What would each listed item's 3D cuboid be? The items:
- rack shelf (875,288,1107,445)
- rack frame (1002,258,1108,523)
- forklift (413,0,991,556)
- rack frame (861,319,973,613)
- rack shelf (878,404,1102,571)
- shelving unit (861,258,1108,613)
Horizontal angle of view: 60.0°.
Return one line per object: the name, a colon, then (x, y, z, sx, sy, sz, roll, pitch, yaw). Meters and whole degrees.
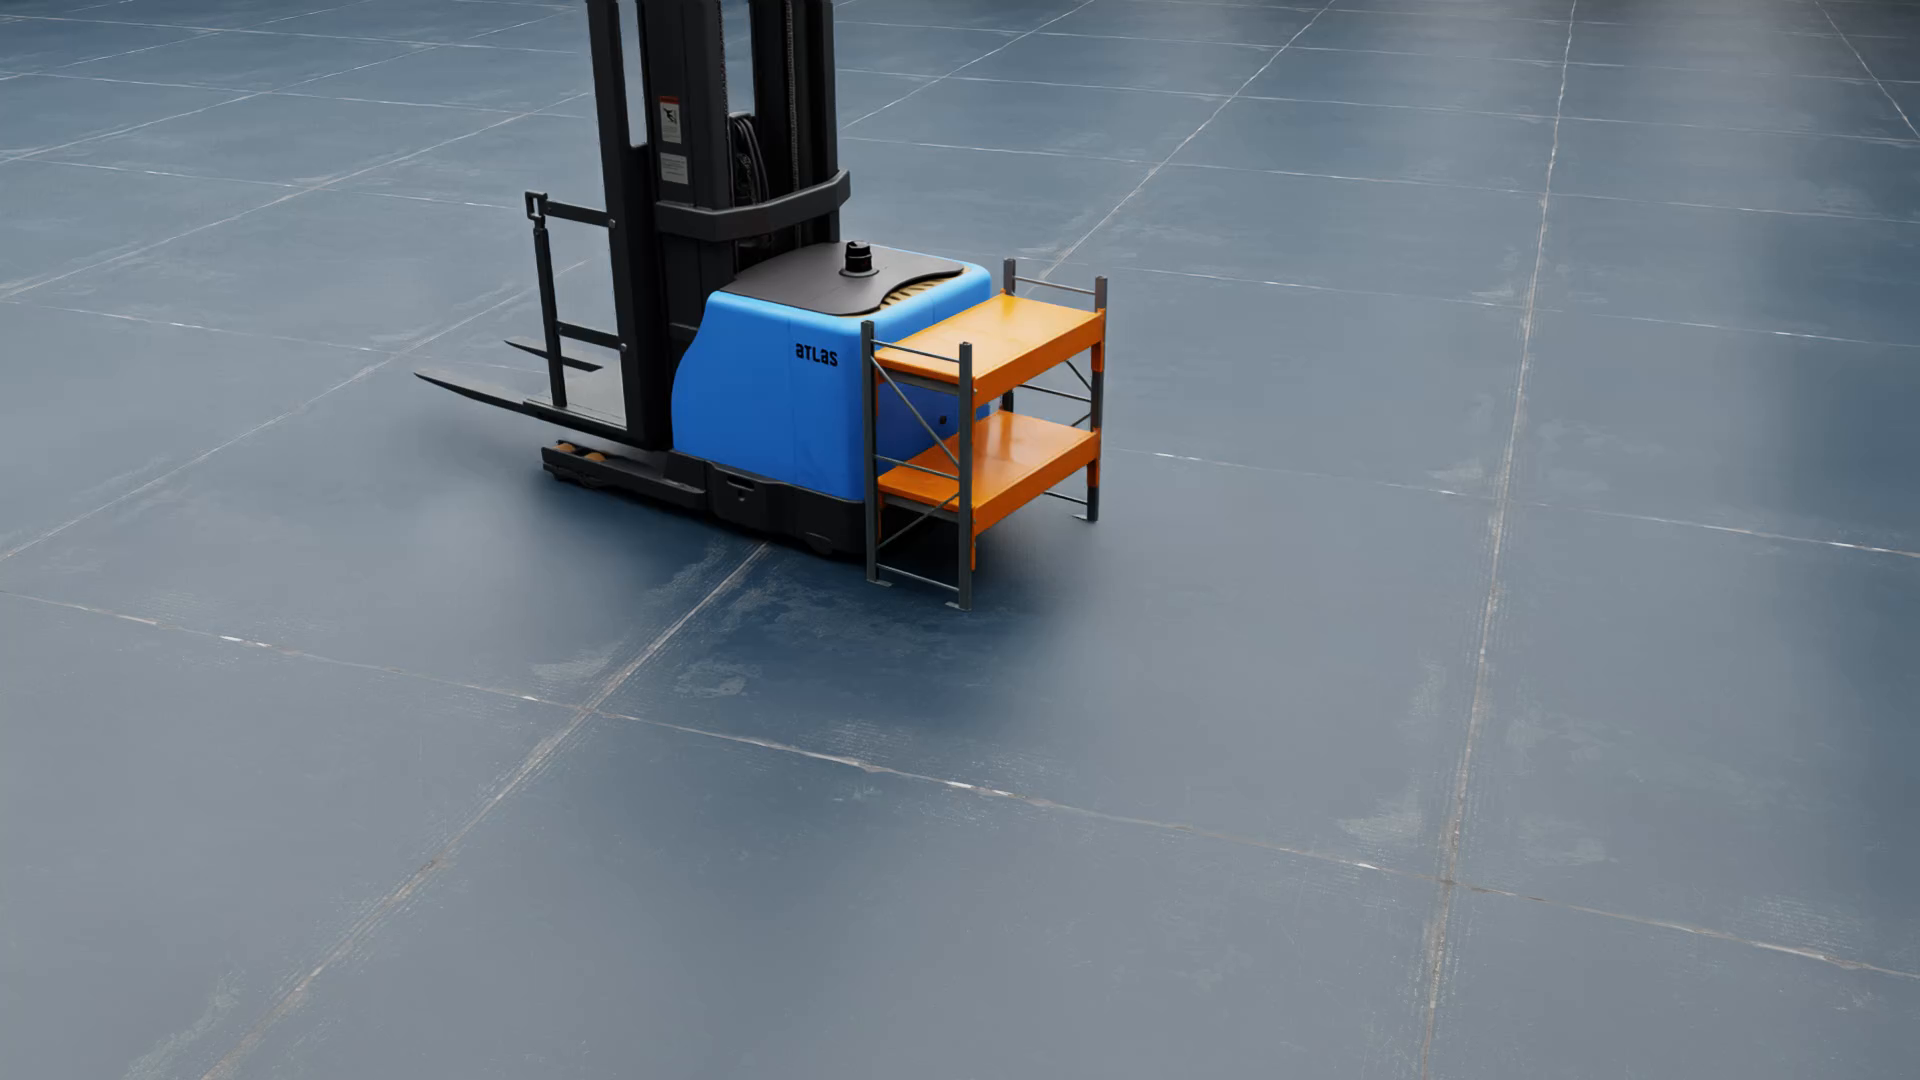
rack shelf: (0.117, -0.728, 6.791, 0.538, 0.278, 1.000, 16, 30, 30)
rack frame: (0.402, -0.648, 7.297, 0.500, 1.125, 0.032, 16, 30, 30)
forklift: (-1.358, -1.732, 7.464, 3.031, 2.935, 1.130, 16, 30, 30)
rack frame: (-0.168, -0.281, 6.540, 0.500, 1.125, 0.032, 16, 30, 30)
rack shelf: (0.117, -0.244, 7.025, 0.538, 0.278, 1.000, 16, 30, 30)
shelving unit: (0.117, -0.464, 6.918, 0.538, 1.125, 1.048, 16, 30, 30)
